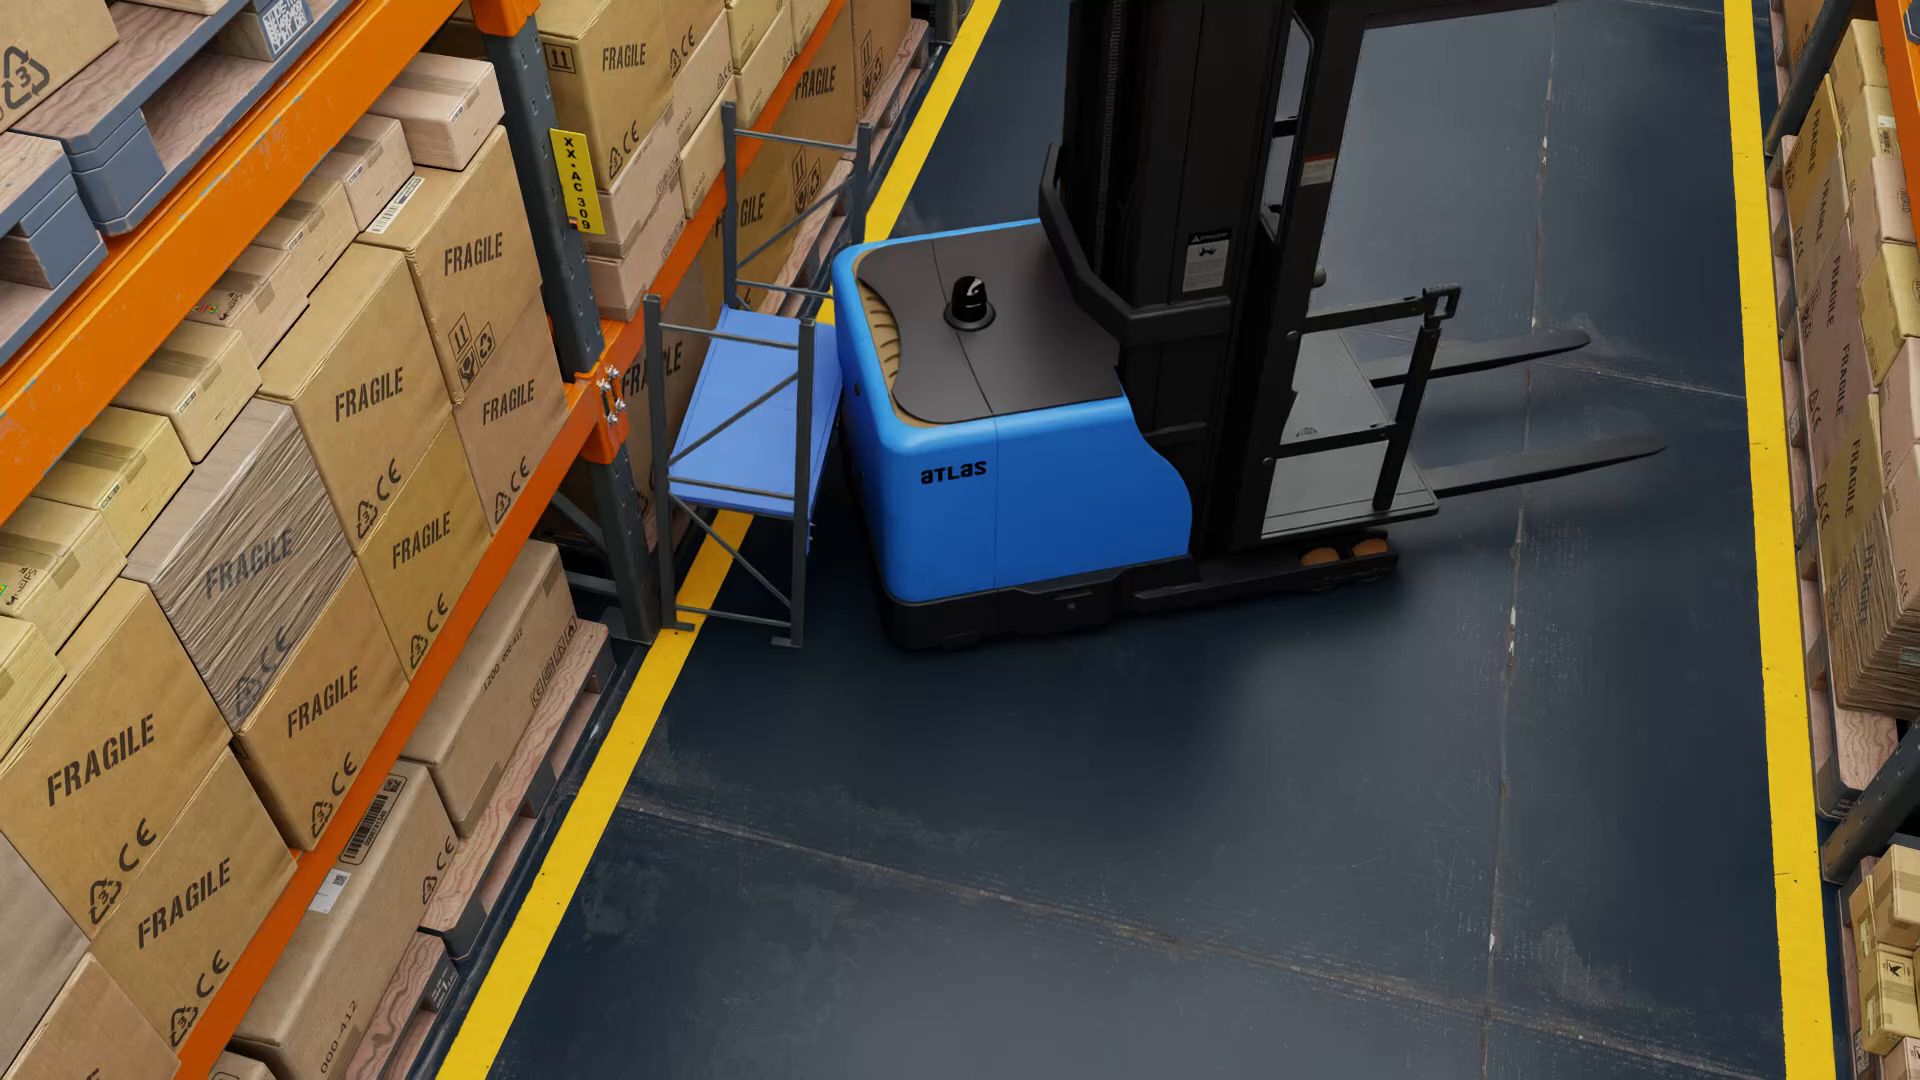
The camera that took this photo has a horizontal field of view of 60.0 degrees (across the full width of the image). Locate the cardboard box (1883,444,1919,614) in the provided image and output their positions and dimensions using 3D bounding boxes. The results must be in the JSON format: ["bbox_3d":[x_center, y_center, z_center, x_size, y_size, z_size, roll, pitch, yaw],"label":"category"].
[{"bbox_3d":[3.192,0.001,5.135,0.500,0.250,0.500,10,49,9],"label":"cardboard box"}]

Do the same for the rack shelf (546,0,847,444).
[{"bbox_3d":[-1.036,-1.962,6.461,1.077,0.370,4.000,12,50,10],"label":"rack shelf"}]

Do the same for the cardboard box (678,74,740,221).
[{"bbox_3d":[-1.057,-1.345,5.536,0.500,0.250,0.500,10,49,9],"label":"cardboard box"}]

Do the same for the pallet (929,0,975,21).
[{"bbox_3d":[-0.302,-3.289,9.012,1.003,0.211,1.213,12,50,10],"label":"pallet"}]

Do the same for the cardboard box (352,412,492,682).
[{"bbox_3d":[-1.568,-0.028,4.207,0.500,0.500,0.500,10,49,9],"label":"cardboard box"}]

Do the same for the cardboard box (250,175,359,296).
[{"bbox_3d":[-1.585,-0.699,3.700,0.380,0.149,0.250,12,50,10],"label":"cardboard box"}]

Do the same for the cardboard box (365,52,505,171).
[{"bbox_3d":[-1.336,-1.047,4.007,0.380,0.149,0.250,11,49,9],"label":"cardboard box"}]

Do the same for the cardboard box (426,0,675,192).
[{"bbox_3d":[-1.169,-1.379,4.733,0.500,0.500,0.500,12,50,10],"label":"cardboard box"}]

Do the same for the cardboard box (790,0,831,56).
[{"bbox_3d":[-0.766,-2.072,6.178,0.500,0.250,0.500,11,49,9],"label":"cardboard box"}]

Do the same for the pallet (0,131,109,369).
[{"bbox_3d":[-2.111,-0.248,2.526,1.003,0.211,1.213,12,50,10],"label":"pallet"}]

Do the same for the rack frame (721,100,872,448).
[{"bbox_3d":[-0.609,-0.904,6.041,0.500,1.500,0.032,9,48,1],"label":"rack frame"}]

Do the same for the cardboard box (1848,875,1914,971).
[{"bbox_3d":[2.834,1.154,4.852,0.380,0.149,0.250,10,49,8],"label":"cardboard box"}]

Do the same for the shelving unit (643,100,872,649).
[{"bbox_3d":[-0.672,-0.534,5.698,0.538,1.500,1.048,9,48,1],"label":"shelving unit"}]

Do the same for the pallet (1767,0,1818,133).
[{"bbox_3d":[4.573,-2.376,8.206,1.003,0.211,1.213,12,50,10],"label":"pallet"}]

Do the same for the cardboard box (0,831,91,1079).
[{"bbox_3d":[-1.957,0.736,2.867,0.500,0.500,0.500,11,50,10],"label":"cardboard box"}]

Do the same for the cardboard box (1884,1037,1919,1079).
[{"bbox_3d":[2.749,1.537,4.514,0.380,0.149,0.250,11,50,10],"label":"cardboard box"}]

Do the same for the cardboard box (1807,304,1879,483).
[{"bbox_3d":[3.466,-0.488,6.067,0.500,0.500,0.500,11,49,9],"label":"cardboard box"}]

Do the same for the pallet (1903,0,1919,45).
[{"bbox_3d":[4.208,-2.143,6.269,1.213,0.211,1.003,12,50,10],"label":"pallet"}]

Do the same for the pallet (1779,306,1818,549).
[{"bbox_3d":[3.763,-0.376,6.441,1.003,0.211,1.213,12,50,10],"label":"pallet"}]

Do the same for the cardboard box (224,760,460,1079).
[{"bbox_3d":[-2.066,1.036,4.764,0.875,0.438,0.875,10,49,9],"label":"cardboard box"}]

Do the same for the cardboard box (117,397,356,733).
[{"bbox_3d":[-1.686,0.013,3.504,0.500,0.500,0.500,12,50,11],"label":"cardboard box"}]

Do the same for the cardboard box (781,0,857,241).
[{"bbox_3d":[-1.010,-1.955,7.112,0.875,0.875,0.875,12,50,10],"label":"cardboard box"}]

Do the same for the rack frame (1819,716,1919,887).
[{"bbox_3d":[3.240,0.150,4.117,1.000,3.000,0.127,12,50,10],"label":"rack frame"}]

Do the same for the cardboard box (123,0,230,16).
[{"bbox_3d":[-1.491,-1.119,3.057,0.380,0.149,0.250,13,50,11],"label":"cardboard box"}]

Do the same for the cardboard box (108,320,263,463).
[{"bbox_3d":[-1.666,-0.324,3.369,0.380,0.149,0.250,11,50,10],"label":"cardboard box"}]

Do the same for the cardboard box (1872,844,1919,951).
[{"bbox_3d":[2.836,1.055,4.741,0.380,0.149,0.250,14,50,12],"label":"cardboard box"}]

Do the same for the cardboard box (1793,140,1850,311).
[{"bbox_3d":[3.732,-1.230,6.722,0.500,0.500,0.500,12,50,10],"label":"cardboard box"}]

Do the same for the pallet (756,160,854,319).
[{"bbox_3d":[-1.113,-1.289,7.247,1.003,0.211,1.213,12,50,10],"label":"pallet"}]

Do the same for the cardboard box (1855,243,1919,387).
[{"bbox_3d":[3.466,-0.753,5.801,0.500,0.250,0.500,10,49,8],"label":"cardboard box"}]

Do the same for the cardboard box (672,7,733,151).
[{"bbox_3d":[-1.064,-1.515,5.353,0.500,0.250,0.500,12,50,11],"label":"cardboard box"}]

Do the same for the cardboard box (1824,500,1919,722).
[{"bbox_3d":[3.192,0.253,5.413,0.500,0.500,0.500,11,49,9],"label":"cardboard box"}]

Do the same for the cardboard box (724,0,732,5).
[{"bbox_3d":[-0.927,-2.115,5.383,0.500,0.500,0.500,10,49,9],"label":"cardboard box"}]

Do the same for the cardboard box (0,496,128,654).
[{"bbox_3d":[-1.784,0.046,3.042,0.380,0.149,0.250,12,50,10],"label":"cardboard box"}]

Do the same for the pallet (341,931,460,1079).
[{"bbox_3d":[-2.157,1.589,4.707,1.003,0.211,1.213,12,50,10],"label":"pallet"}]

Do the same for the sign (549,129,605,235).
[{"bbox_3d":[-1.026,-0.958,4.465,0.100,0.325,0.005,12,50,10],"label":"sign"}]

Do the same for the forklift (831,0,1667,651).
[{"bbox_3d":[1.117,-1.163,5.322,3.031,2.935,1.130,-10,49,-9],"label":"forklift"}]

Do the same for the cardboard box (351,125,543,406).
[{"bbox_3d":[-1.420,-0.722,4.153,0.500,0.500,0.500,11,50,10],"label":"cardboard box"}]

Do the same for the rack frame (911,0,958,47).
[{"bbox_3d":[-0.509,-3.647,7.468,1.000,3.000,0.127,12,50,10],"label":"rack frame"}]

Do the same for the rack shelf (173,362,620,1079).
[{"bbox_3d":[-2.088,0.931,3.908,1.077,0.370,4.000,12,50,10],"label":"rack shelf"}]

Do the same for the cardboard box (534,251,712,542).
[{"bbox_3d":[-1.476,-0.654,5.964,0.875,0.875,0.875,13,50,11],"label":"cardboard box"}]

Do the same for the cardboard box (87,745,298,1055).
[{"bbox_3d":[-1.838,0.714,3.552,0.500,0.500,0.500,13,50,11],"label":"cardboard box"}]

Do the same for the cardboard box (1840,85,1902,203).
[{"bbox_3d":[3.744,-1.486,6.447,0.500,0.250,0.500,11,49,10],"label":"cardboard box"}]
